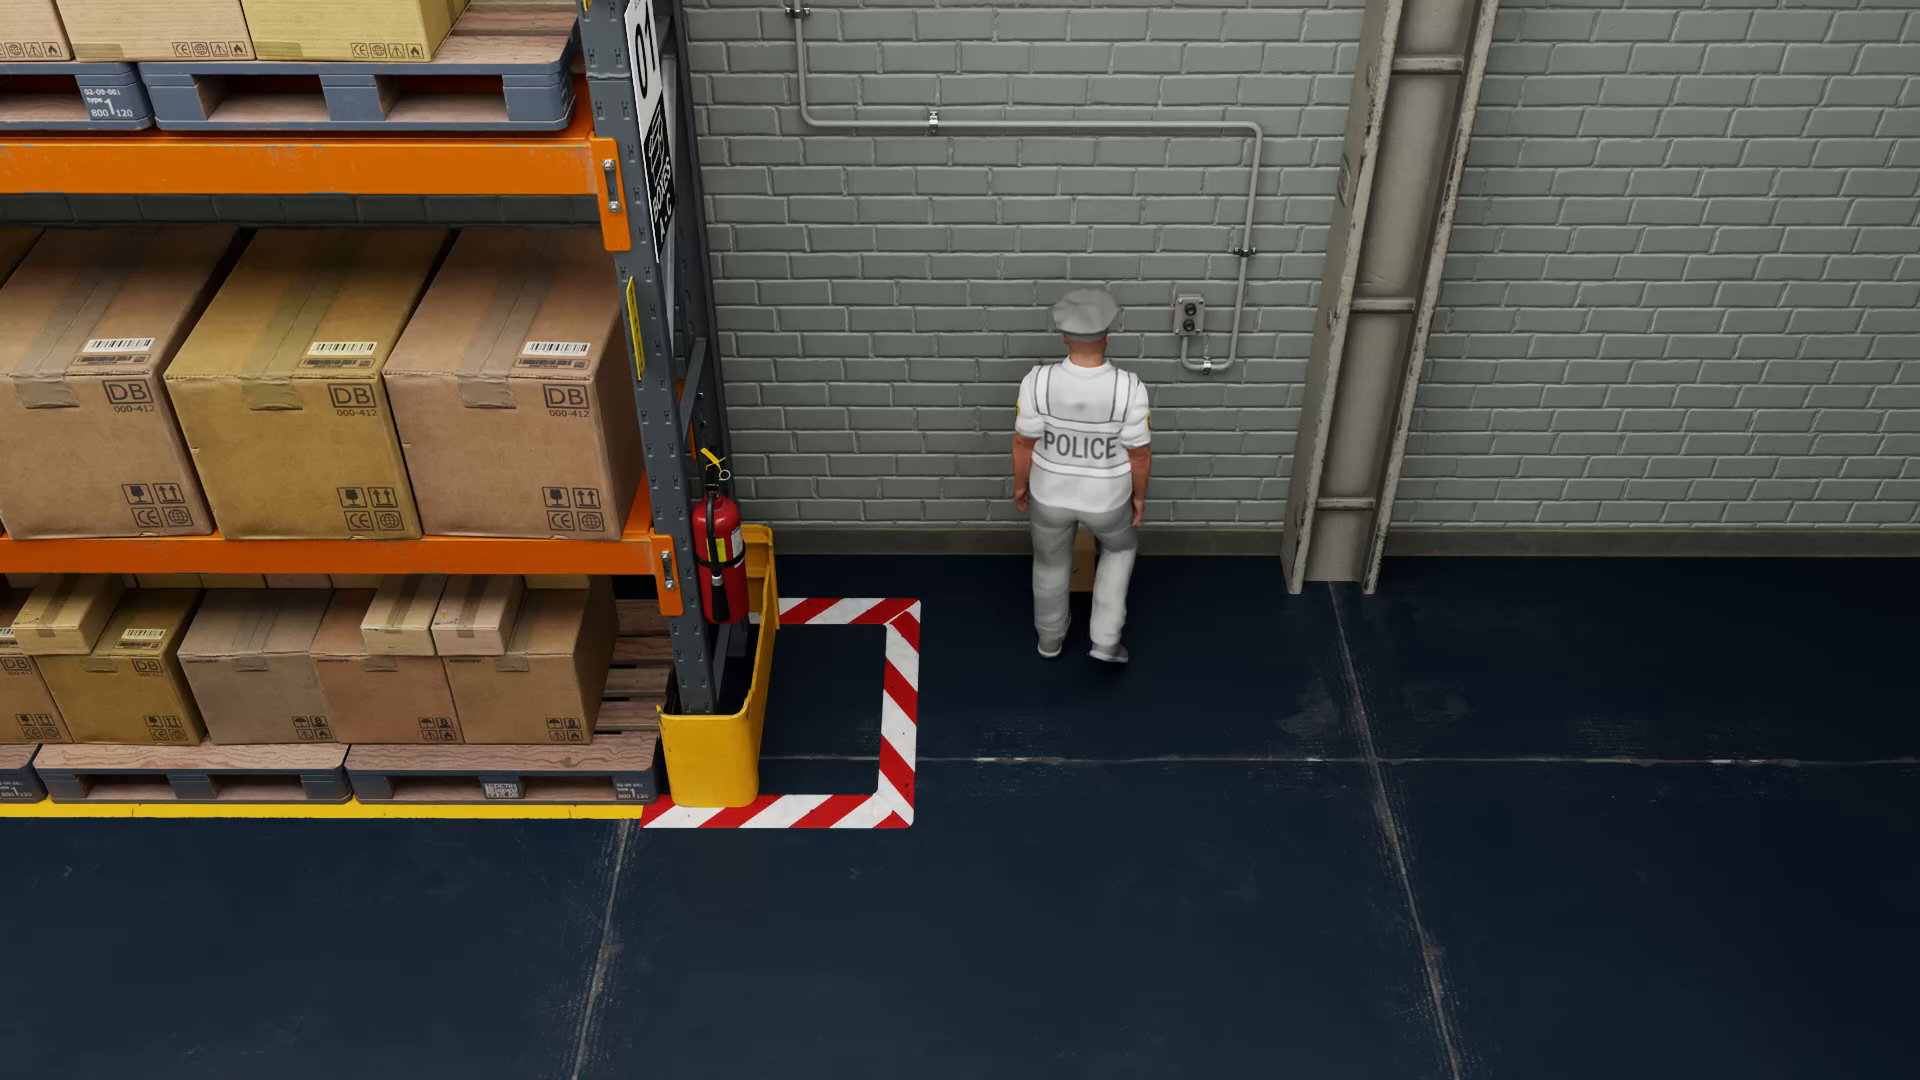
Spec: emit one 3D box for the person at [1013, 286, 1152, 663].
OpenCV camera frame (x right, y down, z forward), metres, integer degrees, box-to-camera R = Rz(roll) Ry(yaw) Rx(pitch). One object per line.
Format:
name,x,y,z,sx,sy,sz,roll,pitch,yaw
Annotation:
person,0.485,-0.196,6.731,0.551,1.776,0.484,5,40,6
